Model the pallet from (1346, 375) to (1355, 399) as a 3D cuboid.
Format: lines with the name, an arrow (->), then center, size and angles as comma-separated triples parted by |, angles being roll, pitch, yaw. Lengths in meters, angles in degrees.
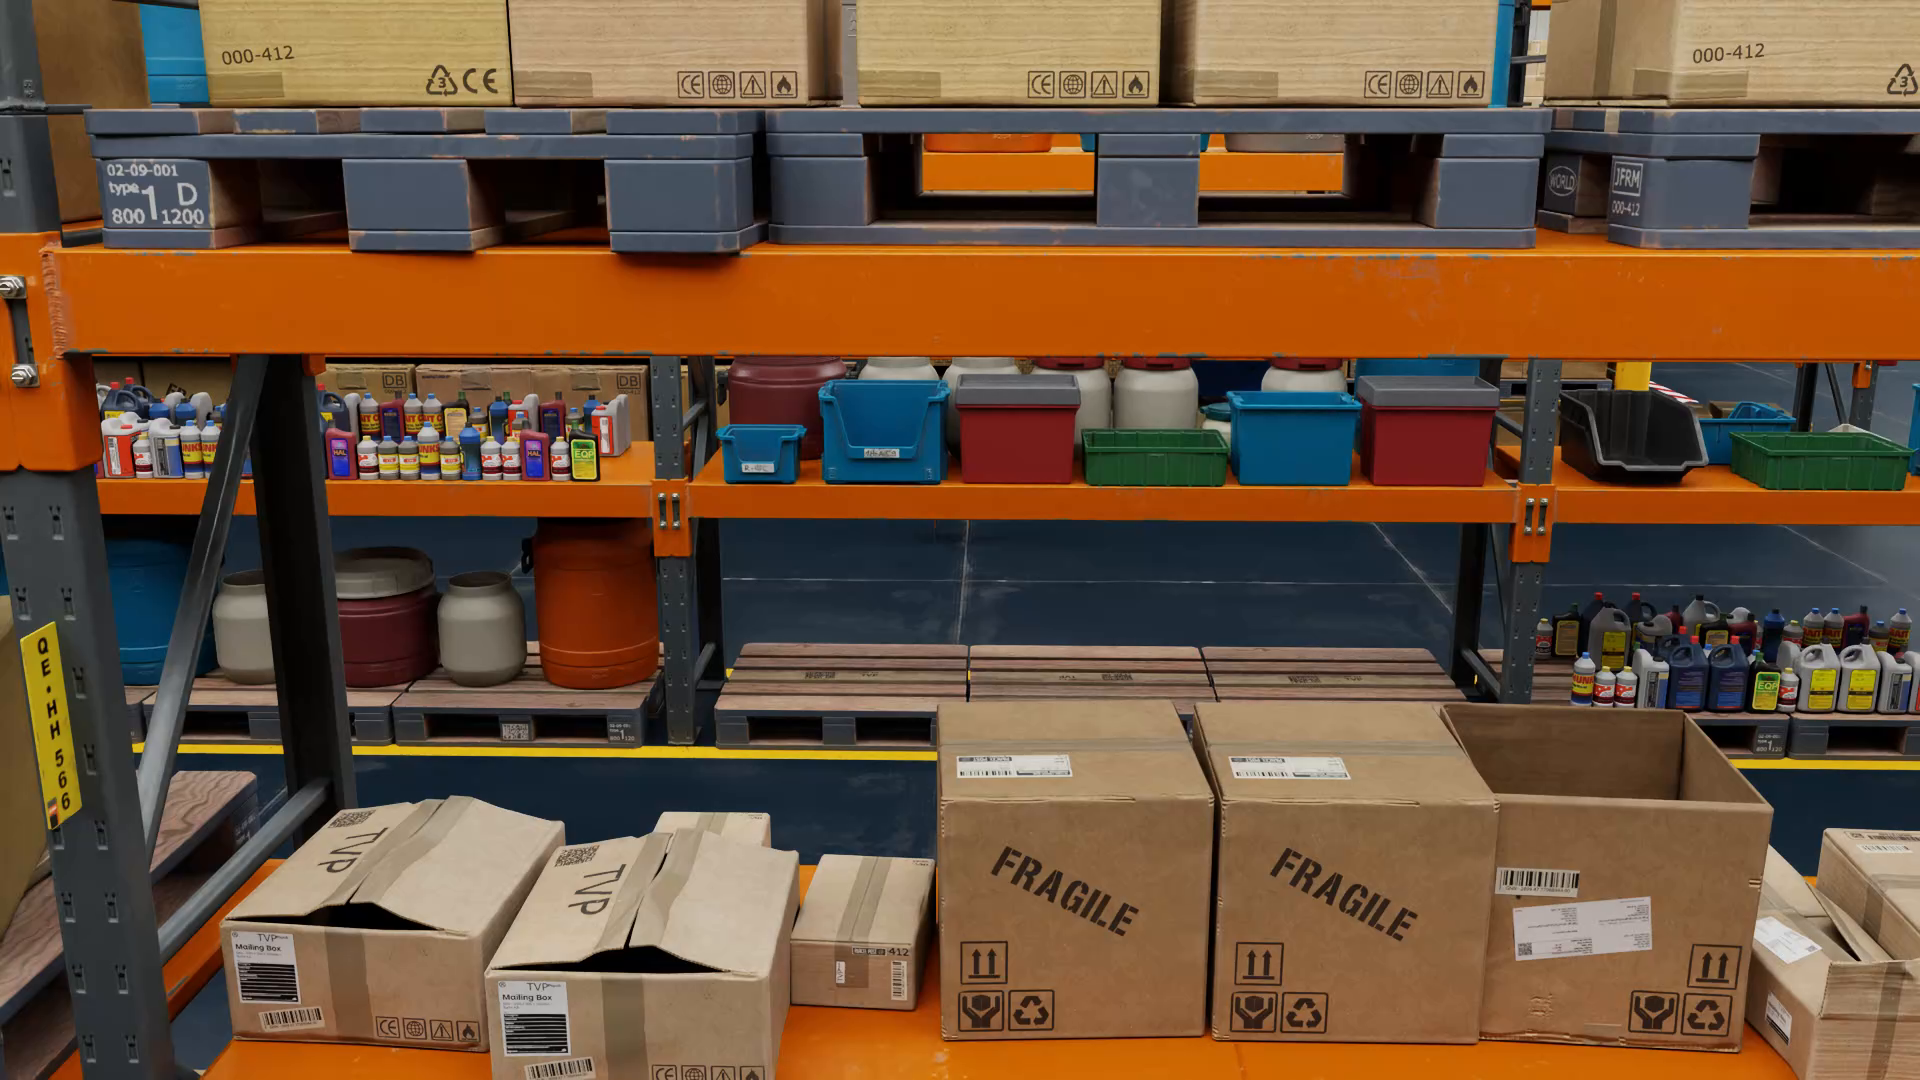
pallet -> 3.772, -1.707, 17.895 | 1.213, 0.211, 1.003 | 0, 15, 1

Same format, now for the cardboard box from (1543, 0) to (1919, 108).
cardboard box -> 1.364, -0.880, 2.885 | 0.500, 0.250, 0.500 | -1, 15, -4

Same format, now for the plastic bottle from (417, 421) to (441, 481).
plastic bottle -> -2.490, -0.420, 7.803 | 0.097, 0.271, 0.097 | 0, 15, 0

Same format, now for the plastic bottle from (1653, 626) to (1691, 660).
plastic bottle -> 3.459, 0.590, 8.055 | 0.185, 0.351, 0.144 | 0, 15, 1

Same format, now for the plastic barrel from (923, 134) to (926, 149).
plastic barrel -> -0.062, -2.013, 7.983 | 0.301, 0.262, 0.301 | 0, 15, 0

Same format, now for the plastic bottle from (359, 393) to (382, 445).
plastic bottle -> -3.034, -0.617, 8.551 | 0.097, 0.271, 0.097 | 0, 15, 0

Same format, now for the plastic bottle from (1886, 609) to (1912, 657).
plastic bottle -> 4.853, 0.489, 8.594 | 0.097, 0.271, 0.097 | 0, 15, 0

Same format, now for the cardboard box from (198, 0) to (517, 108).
cardboard box -> -1.015, -0.908, 2.992 | 0.500, 0.250, 0.500 | -1, 15, -3

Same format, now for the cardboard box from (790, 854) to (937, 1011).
cardboard box -> -0.193, 0.800, 3.421 | 0.250, 0.149, 0.380 | 1, 15, 6

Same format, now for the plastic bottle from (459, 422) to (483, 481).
plastic bottle -> -2.295, -0.418, 7.798 | 0.097, 0.271, 0.097 | 0, 15, 0

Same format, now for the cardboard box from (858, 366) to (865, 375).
cardboard box -> -0.542, -1.212, 13.120 | 0.500, 0.250, 0.500 | 1, 15, 4

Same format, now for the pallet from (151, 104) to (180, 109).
pallet -> -3.418, -1.977, 7.944 | 1.213, 0.211, 1.003 | 0, 15, 1

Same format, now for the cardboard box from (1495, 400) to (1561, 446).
cardboard box -> 4.380, -0.812, 13.113 | 0.500, 0.500, 0.500 | -1, 15, -4

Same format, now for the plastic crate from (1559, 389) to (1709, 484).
plastic crate -> 3.179, -0.487, 7.927 | 0.504, 0.338, 0.767 | 0, 15, 1

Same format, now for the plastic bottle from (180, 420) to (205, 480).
plastic bottle -> -3.613, -0.427, 7.831 | 0.097, 0.271, 0.097 | 0, 15, 0

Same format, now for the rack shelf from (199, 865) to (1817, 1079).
rack shelf -> 0.530, 1.045, 3.408 | 4.000, 0.370, 1.077 | 0, 15, 1

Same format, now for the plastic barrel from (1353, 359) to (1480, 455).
plastic barrel -> 2.281, -0.875, 8.293 | 0.708, 0.901, 0.600 | 0, 15, 1

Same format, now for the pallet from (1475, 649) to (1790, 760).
pallet -> 3.329, 0.811, 8.353 | 1.213, 0.211, 1.003 | 0, 15, 1

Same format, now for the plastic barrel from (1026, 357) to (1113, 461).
plastic barrel -> 0.542, -0.688, 8.302 | 0.433, 0.535, 0.433 | 0, 15, 0

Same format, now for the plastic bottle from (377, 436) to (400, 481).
plastic bottle -> -2.684, -0.387, 7.817 | 0.097, 0.201, 0.097 | 0, 15, 0

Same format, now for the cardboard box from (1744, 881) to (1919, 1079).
cardboard box -> 1.645, 0.817, 3.128 | 0.258, 0.266, 0.396 | 0, 15, 0

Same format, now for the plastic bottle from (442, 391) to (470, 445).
plastic bottle -> -2.590, -0.625, 8.556 | 0.133, 0.283, 0.061 | 0, 15, 1

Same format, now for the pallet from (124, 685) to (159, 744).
pallet -> -4.568, 0.759, 8.549 | 1.213, 0.211, 1.003 | 0, 15, 1

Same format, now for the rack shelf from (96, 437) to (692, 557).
rack shelf -> -3.339, -0.244, 8.295 | 4.000, 0.370, 1.077 | 0, 15, 1

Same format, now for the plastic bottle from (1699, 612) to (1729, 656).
plastic bottle -> 3.848, 0.508, 8.495 | 0.133, 0.283, 0.061 | 0, 15, 1

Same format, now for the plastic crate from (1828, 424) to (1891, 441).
plastic crate -> 4.289, -0.479, 8.293 | 0.437, 0.136, 0.530 | 0, 15, 1

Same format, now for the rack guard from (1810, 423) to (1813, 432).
rack guard -> 6.708, -0.582, 13.064 | 0.348, 0.500, 1.175 | 0, 15, 1

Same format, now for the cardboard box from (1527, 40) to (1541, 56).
cardboard box -> 5.652, -4.942, 16.723 | 0.250, 0.149, 0.380 | 0, 15, 2

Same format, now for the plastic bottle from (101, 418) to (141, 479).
plastic bottle -> -3.960, -0.439, 7.865 | 0.135, 0.276, 0.152 | 0, 15, 1

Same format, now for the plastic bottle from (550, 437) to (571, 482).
plastic bottle -> -1.870, -0.382, 7.797 | 0.097, 0.201, 0.097 | 0, 15, 0

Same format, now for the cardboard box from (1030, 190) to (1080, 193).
cardboard box -> 0.993, -3.623, 17.538 | 0.500, 0.500, 0.700 | 0, 15, 1

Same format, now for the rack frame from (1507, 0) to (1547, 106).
rack frame -> 2.659, -3.453, 7.289 | 0.127, 3.000, 1.000 | 0, 15, 1

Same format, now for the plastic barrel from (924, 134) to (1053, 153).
plastic barrel -> 0.130, -2.172, 7.470 | 0.708, 0.830, 0.600 | 0, 15, 1

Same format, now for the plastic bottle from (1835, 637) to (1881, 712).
plastic bottle -> 4.255, 0.632, 7.896 | 0.185, 0.351, 0.144 | 1, 15, 4

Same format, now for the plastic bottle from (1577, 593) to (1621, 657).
plastic bottle -> 3.310, 0.446, 8.599 | 0.185, 0.351, 0.144 | 0, 15, 0

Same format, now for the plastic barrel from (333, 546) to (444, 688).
plastic barrel -> -2.958, 0.378, 8.431 | 0.708, 0.588, 0.600 | 0, 15, 1

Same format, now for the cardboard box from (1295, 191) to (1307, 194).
cardboard box -> 3.381, -3.663, 17.435 | 0.550, 0.550, 0.875 | 0, 15, 1

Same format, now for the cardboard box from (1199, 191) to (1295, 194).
cardboard box -> 1.995, -2.350, 12.867 | 1.000, 1.000, 1.000 | 0, 15, 2

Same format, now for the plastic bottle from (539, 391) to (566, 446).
plastic bottle -> -2.091, -0.621, 8.544 | 0.133, 0.283, 0.061 | 0, 15, 1

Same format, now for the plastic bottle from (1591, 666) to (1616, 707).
plastic bottle -> 3.068, 0.702, 7.921 | 0.097, 0.201, 0.097 | 0, 15, 0

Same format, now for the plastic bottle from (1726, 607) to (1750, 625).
plastic bottle -> 3.987, 0.488, 8.588 | 0.135, 0.276, 0.152 | 1, 15, 2

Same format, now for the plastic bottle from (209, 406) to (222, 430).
plastic bottle -> -3.815, -0.588, 8.579 | 0.097, 0.201, 0.097 | 0, 15, 0

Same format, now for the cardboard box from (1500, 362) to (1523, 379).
cardboard box -> 5.453, -2.222, 17.725 | 0.875, 0.875, 0.875 | 0, 15, 1

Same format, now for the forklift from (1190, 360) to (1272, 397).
forklift -> 2.146, -2.328, 14.917 | 1.130, 2.935, 3.031 | -2, 15, -7

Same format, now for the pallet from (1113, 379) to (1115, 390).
pallet -> 2.240, -1.717, 17.936 | 1.213, 0.211, 1.003 | 0, 15, 1

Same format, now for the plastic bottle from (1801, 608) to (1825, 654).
plastic bottle -> 4.411, 0.486, 8.605 | 0.097, 0.271, 0.097 | 0, 15, 0

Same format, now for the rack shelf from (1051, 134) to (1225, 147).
rack shelf -> 0.786, -2.931, 12.601 | 4.000, 0.370, 1.077 | 0, 15, 1

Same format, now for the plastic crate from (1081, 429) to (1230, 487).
plastic crate -> 0.911, -0.390, 7.852 | 0.662, 0.188, 0.450 | 0, 15, 1

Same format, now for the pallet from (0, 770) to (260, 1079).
pallet -> -2.149, 0.791, 3.339 | 1.003, 0.211, 1.213 | 0, 15, 1

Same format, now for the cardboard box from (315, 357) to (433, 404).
cardboard box -> -4.571, -1.044, 13.261 | 0.875, 0.875, 1.225 | 0, 15, 2

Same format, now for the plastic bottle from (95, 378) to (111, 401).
plastic bottle -> -4.411, -0.658, 8.552 | 0.185, 0.351, 0.144 | 0, 15, 1

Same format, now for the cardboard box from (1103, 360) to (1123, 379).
cardboard box -> 1.426, -2.184, 17.823 | 0.750, 0.750, 1.050 | 0, 15, 1

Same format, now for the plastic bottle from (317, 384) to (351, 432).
plastic bottle -> -3.179, -0.612, 8.375 | 0.185, 0.351, 0.144 | 0, 15, 1

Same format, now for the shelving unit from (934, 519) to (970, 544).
shelving unit -> -0.053, -0.508, 11.707 | 0.252, 1.050, 0.215 | 0, 15, 1

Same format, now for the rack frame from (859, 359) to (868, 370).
rack frame -> -0.985, -3.106, 17.733 | 0.127, 3.000, 1.000 | 0, 15, 1

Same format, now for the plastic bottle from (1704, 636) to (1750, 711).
plastic bottle -> 3.644, 0.628, 7.911 | 0.185, 0.351, 0.144 | 0, 15, -1

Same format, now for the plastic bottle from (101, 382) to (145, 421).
plastic bottle -> -4.230, -0.620, 8.408 | 0.185, 0.351, 0.144 | 0, 15, 1
